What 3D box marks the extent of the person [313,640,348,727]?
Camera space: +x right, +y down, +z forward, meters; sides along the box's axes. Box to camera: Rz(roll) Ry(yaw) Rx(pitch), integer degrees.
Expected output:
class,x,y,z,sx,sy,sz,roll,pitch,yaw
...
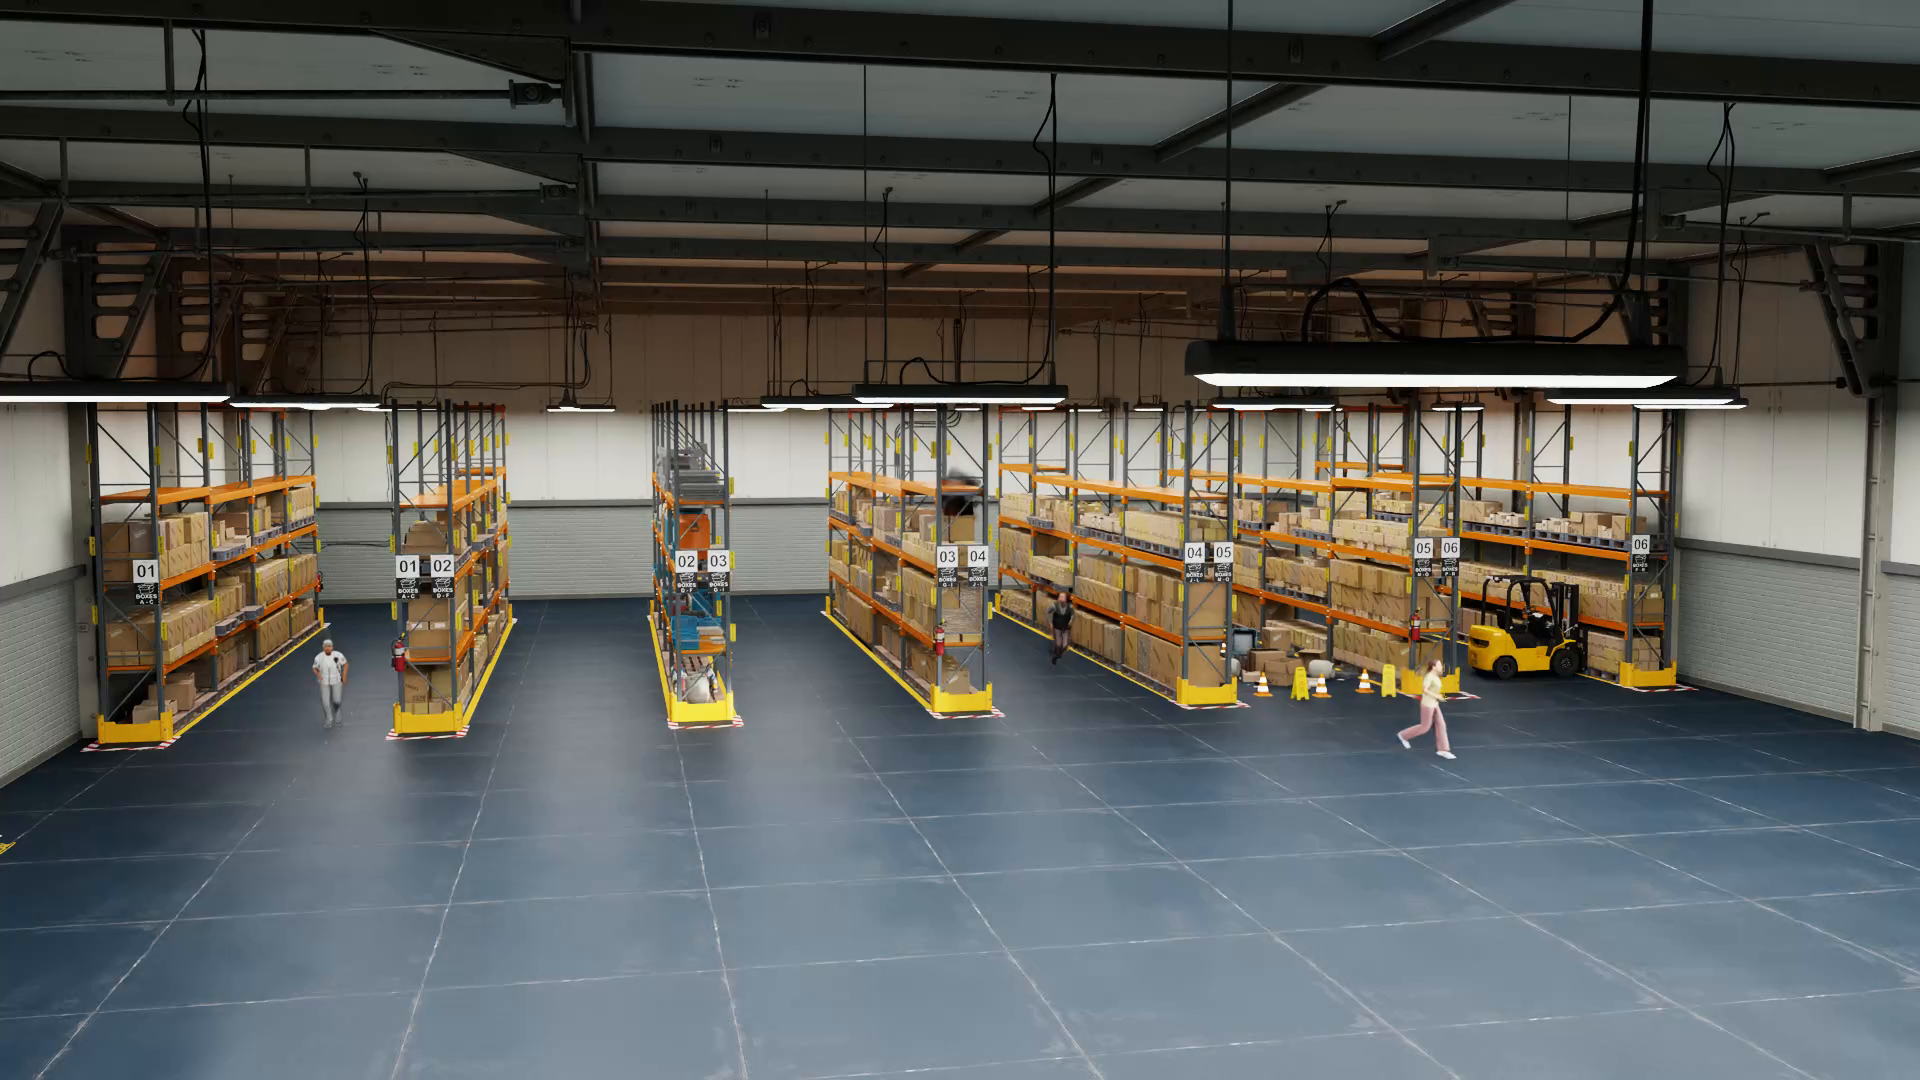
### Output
class,x,y,z,sx,sy,sz,roll,pitch,yaw
person,-11.505,2.624,30.399,0.606,1.622,0.611,-1,5,-18

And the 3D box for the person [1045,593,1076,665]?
class,x,y,z,sx,sy,sz,roll,pitch,yaw
person,2.271,1.993,37.101,0.664,1.639,0.584,-1,4,-10

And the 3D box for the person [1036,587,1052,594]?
class,x,y,z,sx,sy,sz,roll,pitch,yaw
person,2.361,1.136,50.153,0.978,1.689,0.598,0,4,-4

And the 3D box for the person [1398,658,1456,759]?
class,x,y,z,sx,sy,sz,roll,pitch,yaw
person,7.838,2.796,27.853,0.987,1.664,0.600,2,5,29
